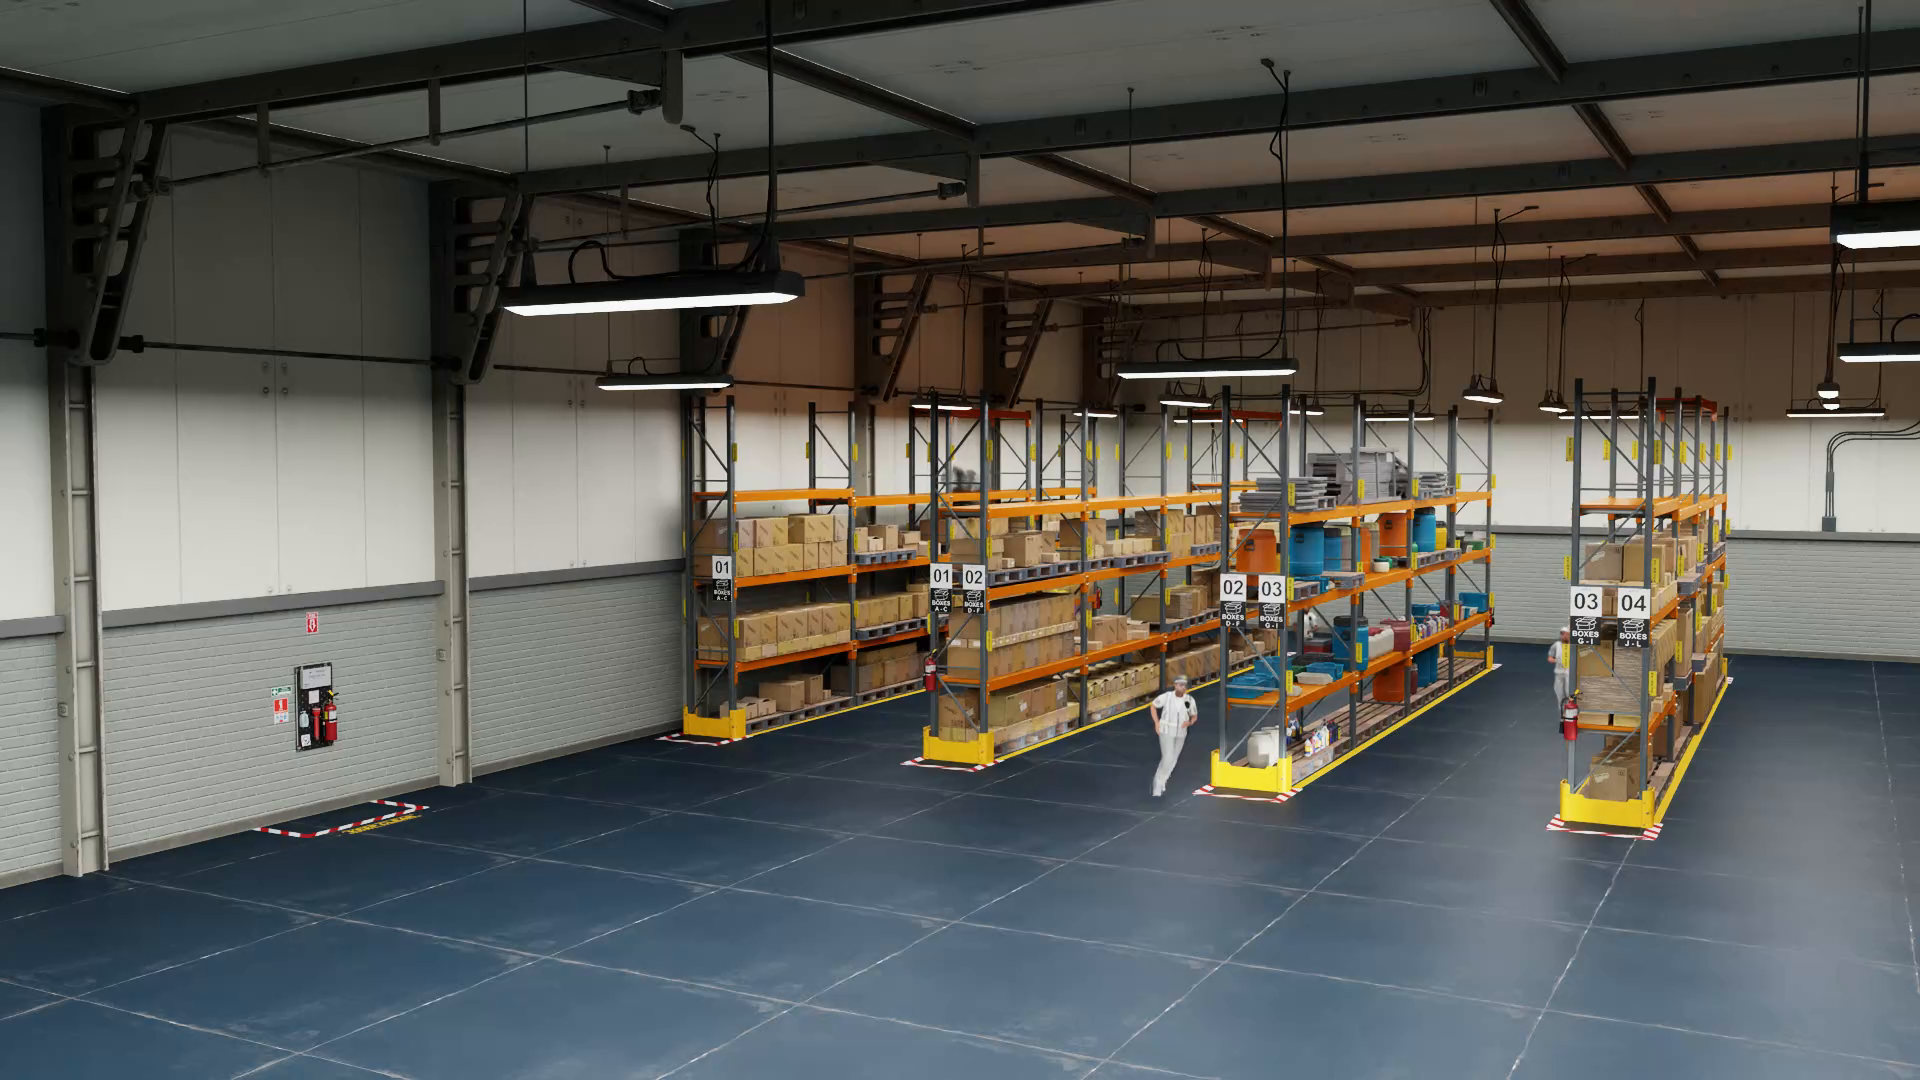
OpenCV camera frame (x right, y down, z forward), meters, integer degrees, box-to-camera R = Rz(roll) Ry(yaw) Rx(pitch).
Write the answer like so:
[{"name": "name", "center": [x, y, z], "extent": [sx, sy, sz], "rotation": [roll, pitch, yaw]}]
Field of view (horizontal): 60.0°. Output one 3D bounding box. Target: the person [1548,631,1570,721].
[{"name": "person", "center": [11.161, 2.526, 30.592], "extent": [0.645, 1.772, 0.599], "rotation": [2, 3, 30]}]

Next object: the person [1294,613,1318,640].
[{"name": "person", "center": [7.802, 2.286, 37.581], "extent": [0.534, 1.342, 0.479], "rotation": [1, 3, 17]}]

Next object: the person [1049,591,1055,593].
[{"name": "person", "center": [1.953, 1.930, 35.599], "extent": [0.707, 1.698, 0.622], "rotation": [1, 3, 22]}]

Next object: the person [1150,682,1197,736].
[{"name": "person", "center": [3.169, 2.450, 24.295], "extent": [0.629, 0.860, 0.615], "rotation": [-1, 3, -14]}]
